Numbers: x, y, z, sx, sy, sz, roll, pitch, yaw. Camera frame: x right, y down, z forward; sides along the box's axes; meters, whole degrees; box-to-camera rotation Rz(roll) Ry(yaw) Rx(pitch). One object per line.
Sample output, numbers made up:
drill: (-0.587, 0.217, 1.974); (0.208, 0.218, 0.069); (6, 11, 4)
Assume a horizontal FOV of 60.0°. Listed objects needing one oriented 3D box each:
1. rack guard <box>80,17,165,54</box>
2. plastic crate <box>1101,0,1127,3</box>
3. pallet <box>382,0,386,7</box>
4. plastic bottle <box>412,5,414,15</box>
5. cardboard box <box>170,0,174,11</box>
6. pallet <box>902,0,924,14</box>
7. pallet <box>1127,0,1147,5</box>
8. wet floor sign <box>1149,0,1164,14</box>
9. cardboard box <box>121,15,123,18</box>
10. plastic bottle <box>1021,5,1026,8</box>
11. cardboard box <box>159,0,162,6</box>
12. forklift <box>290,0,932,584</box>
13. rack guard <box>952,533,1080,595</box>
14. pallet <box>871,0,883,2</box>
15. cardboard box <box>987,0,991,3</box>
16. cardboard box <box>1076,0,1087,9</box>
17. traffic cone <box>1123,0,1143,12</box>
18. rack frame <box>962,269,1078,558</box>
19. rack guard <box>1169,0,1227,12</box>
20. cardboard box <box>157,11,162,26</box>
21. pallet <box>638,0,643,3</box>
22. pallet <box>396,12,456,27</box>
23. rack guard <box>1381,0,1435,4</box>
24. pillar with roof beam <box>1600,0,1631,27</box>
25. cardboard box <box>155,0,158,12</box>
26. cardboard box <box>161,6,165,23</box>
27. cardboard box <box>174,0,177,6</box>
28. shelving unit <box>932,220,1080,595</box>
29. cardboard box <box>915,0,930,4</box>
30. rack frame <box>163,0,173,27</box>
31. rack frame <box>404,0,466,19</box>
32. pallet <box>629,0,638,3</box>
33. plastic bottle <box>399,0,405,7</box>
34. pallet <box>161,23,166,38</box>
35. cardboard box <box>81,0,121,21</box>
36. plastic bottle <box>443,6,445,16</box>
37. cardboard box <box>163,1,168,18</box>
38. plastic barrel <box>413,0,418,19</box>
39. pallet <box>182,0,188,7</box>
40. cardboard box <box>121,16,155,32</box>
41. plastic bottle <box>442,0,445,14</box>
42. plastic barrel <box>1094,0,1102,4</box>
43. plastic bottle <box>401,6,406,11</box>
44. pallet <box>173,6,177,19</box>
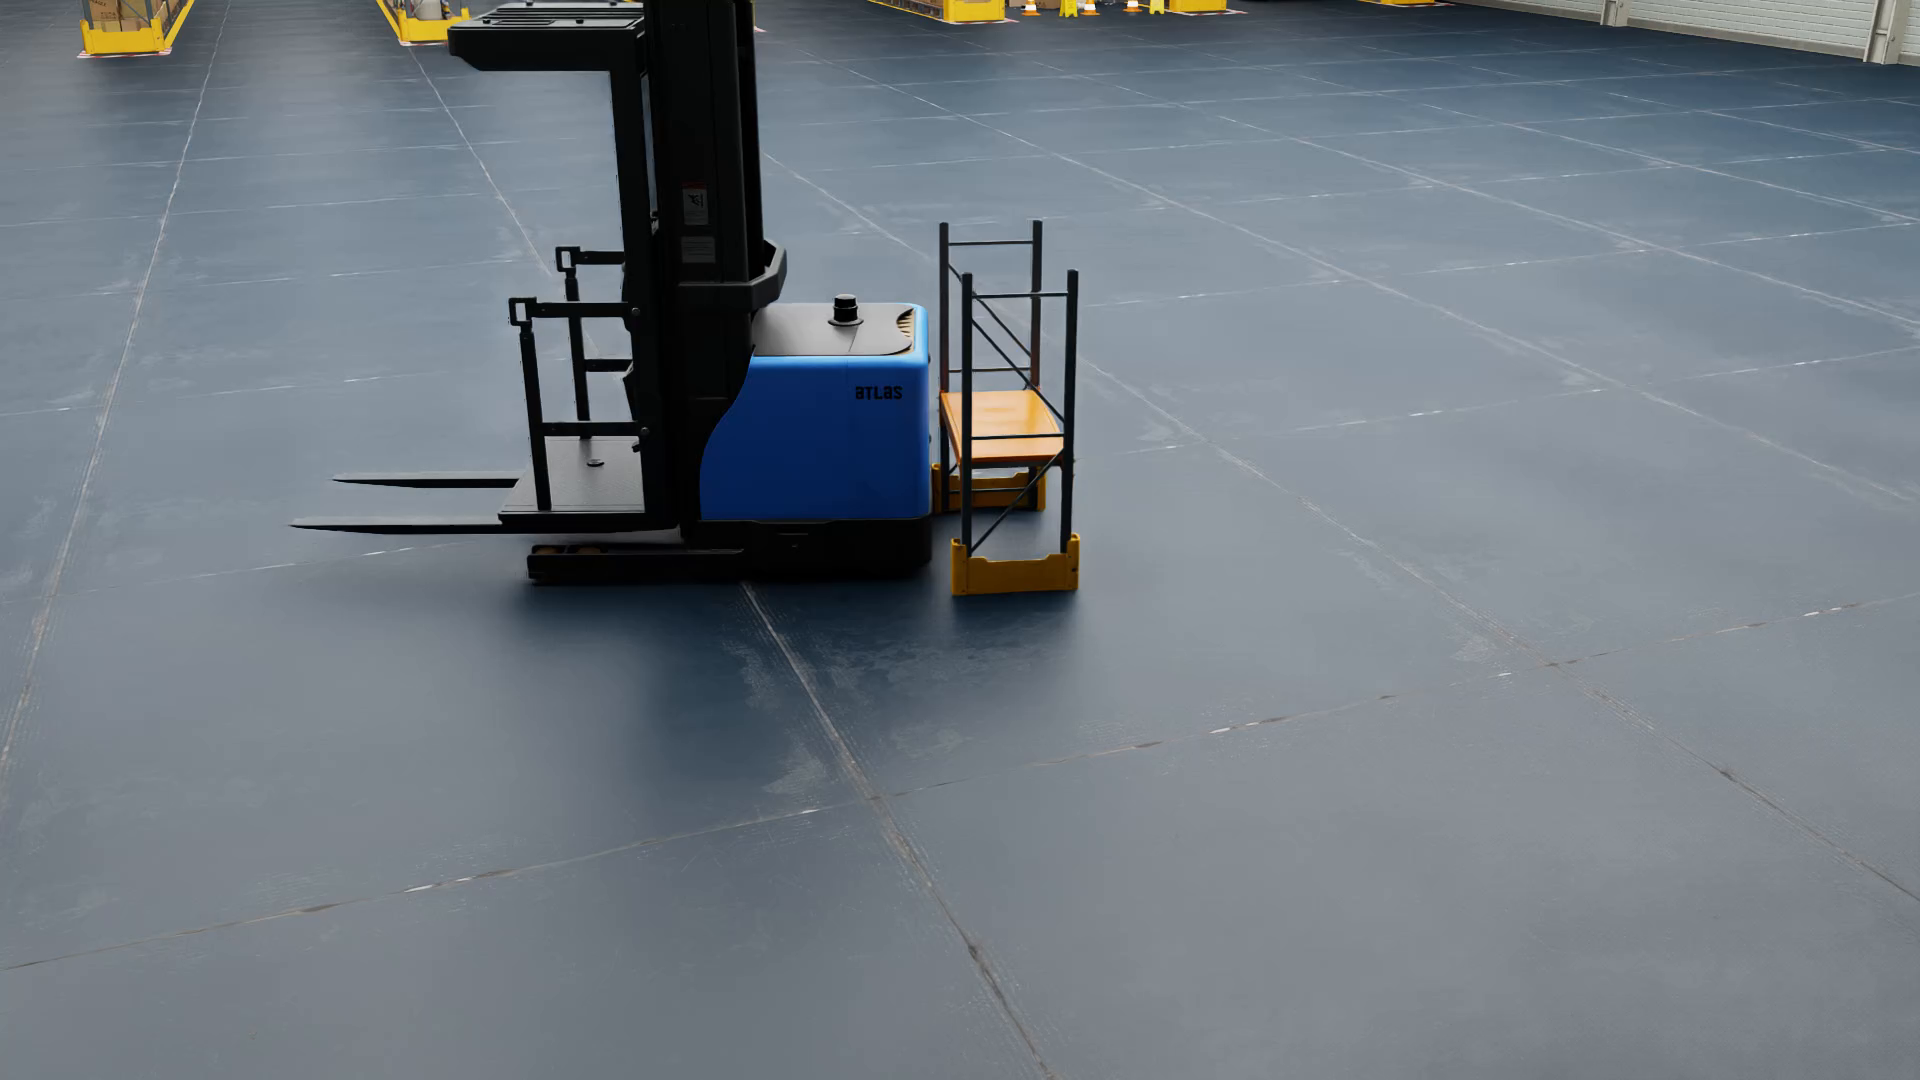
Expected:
rack guard: (-13.673, -8.244, 27.167); (1.175, 0.500, 0.348); (-8, 24, -19)
plastic crate: (3.233, -11.547, 35.544); (0.402, 0.080, 0.583); (-18, 29, -37)
pallet: (-11.635, -11.418, 35.069); (1.003, 0.211, 1.213); (-8, 24, -19)
plastic bottle: (-10.107, -9.773, 30.612); (0.097, 0.201, 0.097); (0, 23, 0)
cardboard box: (-15.184, -10.151, 31.472); (0.500, 0.250, 0.500); (-8, 24, -18)
pallet: (-0.519, -10.844, 33.706); (1.003, 0.211, 1.213); (-8, 24, -19)
pallet: (4.151, -11.608, 35.518); (1.003, 0.211, 1.213); (-8, 24, -19)
wet floor sign: (3.925, -10.822, 33.094); (0.267, 0.644, 0.232); (0, 23, -1)
cardboard box: (-14.335, -8.666, 27.947); (0.500, 0.250, 0.500); (-8, 24, -19)
plastic bottle: (1.357, -10.974, 34.209); (0.133, 0.061, 0.283); (-18, 29, -37)
cardboard box: (-14.380, -9.627, 29.264); (0.500, 0.500, 0.500); (-8, 24, -19)
forklift: (-1.656, -1.354, 7.689); (3.031, 2.935, 1.130); (0, 23, -1)
rack guard: (0.256, 0.111, 7.664); (0.587, 0.250, 0.087); (-2, 23, -6)
pallet: (-1.493, -11.845, 36.081); (1.003, 0.211, 1.213); (-8, 24, -19)
cardboard box: (0.359, -11.286, 34.380); (0.500, 0.500, 0.500); (-4, 23, -10)
cardboard box: (2.506, -11.008, 34.175); (0.380, 0.149, 0.250); (4, 23, 9)
traffic cone: (3.500, -10.933, 33.593); (0.336, 0.463, 0.334); (-8, 24, -19)
rack frame: (0.258, -0.457, 7.403); (0.500, 1.500, 0.032); (-2, 23, -6)
rack guard: (4.832, -10.998, 33.700); (1.175, 0.500, 0.348); (-8, 24, -19)
cardboard box: (-14.019, -8.920, 28.550); (0.500, 0.250, 0.500); (-8, 24, -19)
pallet: (-6.102, -11.214, 34.584); (1.003, 0.211, 1.213); (-8, 24, -19)
pallet: (-9.826, -9.558, 30.655); (1.003, 0.211, 1.213); (-8, 24, -19)
rack guard: (9.509, -11.644, 35.233); (1.175, 0.500, 0.348); (-8, 24, -19)
pillar with roof beam: (8.190, -13.175, 27.923); (9.100, 9.000, 0.400); (-8, 24, -19)
cardboard box: (-14.030, -9.264, 28.401); (0.500, 0.500, 0.500); (-8, 24, -19)
cardboard box: (-14.368, -9.283, 29.413); (0.500, 0.250, 0.500); (-8, 24, -19)
cardboard box: (-15.549, -10.524, 32.356); (0.500, 0.250, 0.500); (-8, 24, -18)
shelving unit: (0.202, -0.657, 7.877); (0.587, 1.500, 1.083); (-2, 23, -6)
cardboard box: (-0.351, -11.178, 33.103); (0.875, 0.875, 0.875); (-9, 24, -20)
rack frame: (-15.094, -10.858, 30.150); (1.000, 3.000, 0.127); (-8, 24, -19)
rack frame: (-9.046, -10.083, 28.311); (1.000, 3.000, 0.127); (-8, 24, -19)
pallet: (-6.537, -11.658, 35.637); (1.003, 0.211, 1.213); (-8, 24, -19)
plastic bottle: (-10.168, -9.733, 30.421); (0.152, 0.276, 0.135); (-8, 24, -19)
pallet: (-14.418, -8.835, 28.939); (1.003, 0.211, 1.213); (-8, 24, -19)
cardboard box: (-14.149, -8.831, 27.374); (0.500, 0.500, 0.500); (-8, 24, -19)
plastic bottle: (-9.432, -9.735, 30.523); (0.097, 0.201, 0.097); (0, 23, 0)
cardboard box: (-14.726, -9.646, 30.274); (0.500, 0.250, 0.500); (-8, 24, -19)
plastic barrel: (-9.527, -9.541, 29.687); (0.421, 0.512, 0.421); (0, 23, 0)
pallet: (-16.736, -11.303, 34.796); (1.003, 0.211, 1.213); (-8, 24, -19)
cardboard box: (-13.663, -8.557, 27.689); (0.500, 0.250, 0.500); (-8, 24, -19)
plastic bottle: (-9.516, -9.855, 30.715); (0.097, 0.271, 0.097); (0, 23, 0)
plastic barrel: (2.713, -11.478, 34.938); (0.512, 0.421, 0.421); (8, 24, 18)
plastic bottle: (-10.105, -9.604, 30.210); (0.097, 0.201, 0.097); (0, 23, 0)
pallet: (-15.826, -10.280, 32.368); (1.003, 0.211, 1.213); (-8, 24, -19)
